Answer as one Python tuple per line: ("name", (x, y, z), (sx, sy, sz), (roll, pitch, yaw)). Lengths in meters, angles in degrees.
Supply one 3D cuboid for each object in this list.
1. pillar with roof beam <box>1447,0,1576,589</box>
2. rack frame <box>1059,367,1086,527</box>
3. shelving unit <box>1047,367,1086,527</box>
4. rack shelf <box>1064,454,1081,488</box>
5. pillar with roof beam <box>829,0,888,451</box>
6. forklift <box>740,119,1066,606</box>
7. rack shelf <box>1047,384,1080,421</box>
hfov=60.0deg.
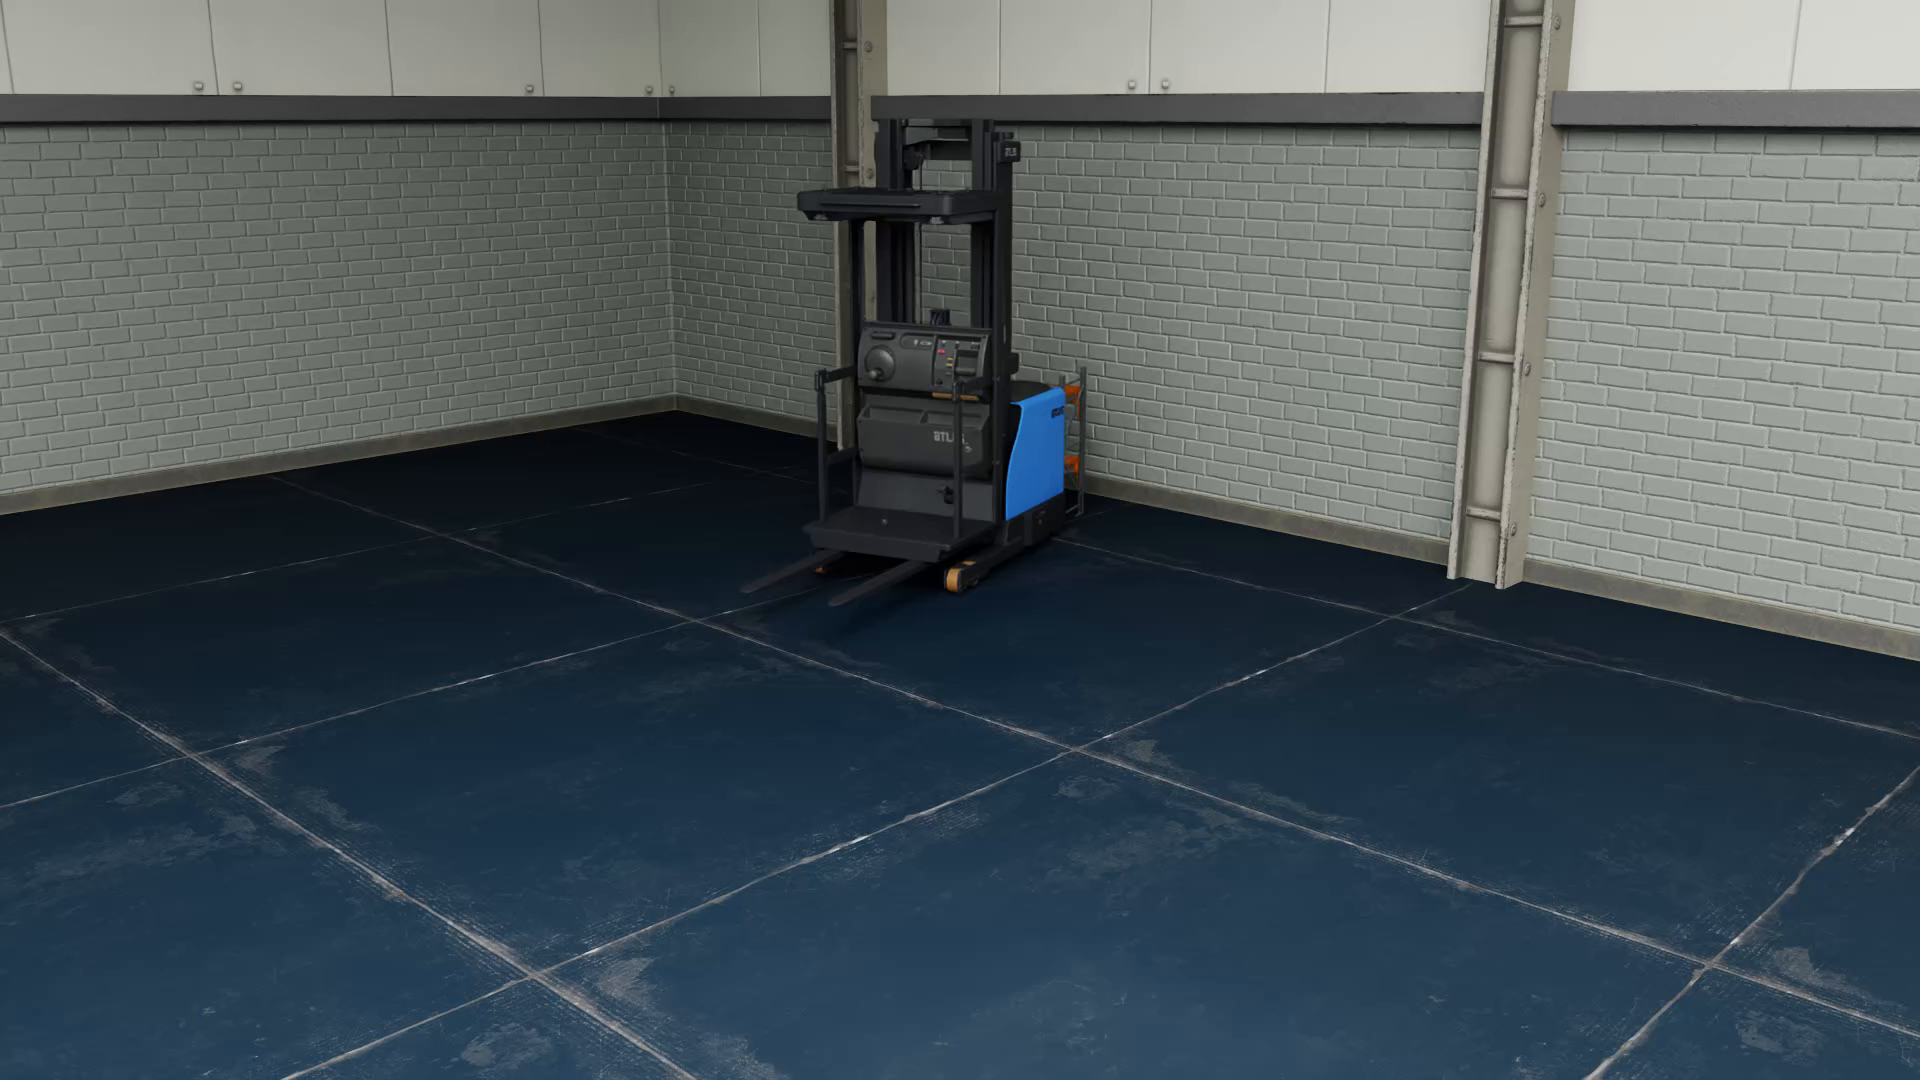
("pillar with roof beam", (0.471, -3.318, 6.818), (0.400, 9.000, 9.100), (14, 20, 42))
("rack frame", (0.831, -0.697, 12.375), (0.032, 1.125, 0.500), (6, 16, 23))
("shelving unit", (0.368, -0.749, 12.577), (1.048, 1.125, 0.538), (6, 16, 23))
("rack shelf", (0.368, -0.513, 12.639), (1.000, 0.278, 0.538), (6, 16, 23))
("pillar with roof beam", (-3.848, -4.368, 10.848), (0.400, 9.000, 9.100), (14, 20, 42))
("forklift", (-0.340, -1.204, 10.739), (1.130, 2.935, 3.031), (7, 16, 26))
("rack shelf", (0.368, -1.033, 12.503), (1.000, 0.278, 0.538), (6, 16, 23))
